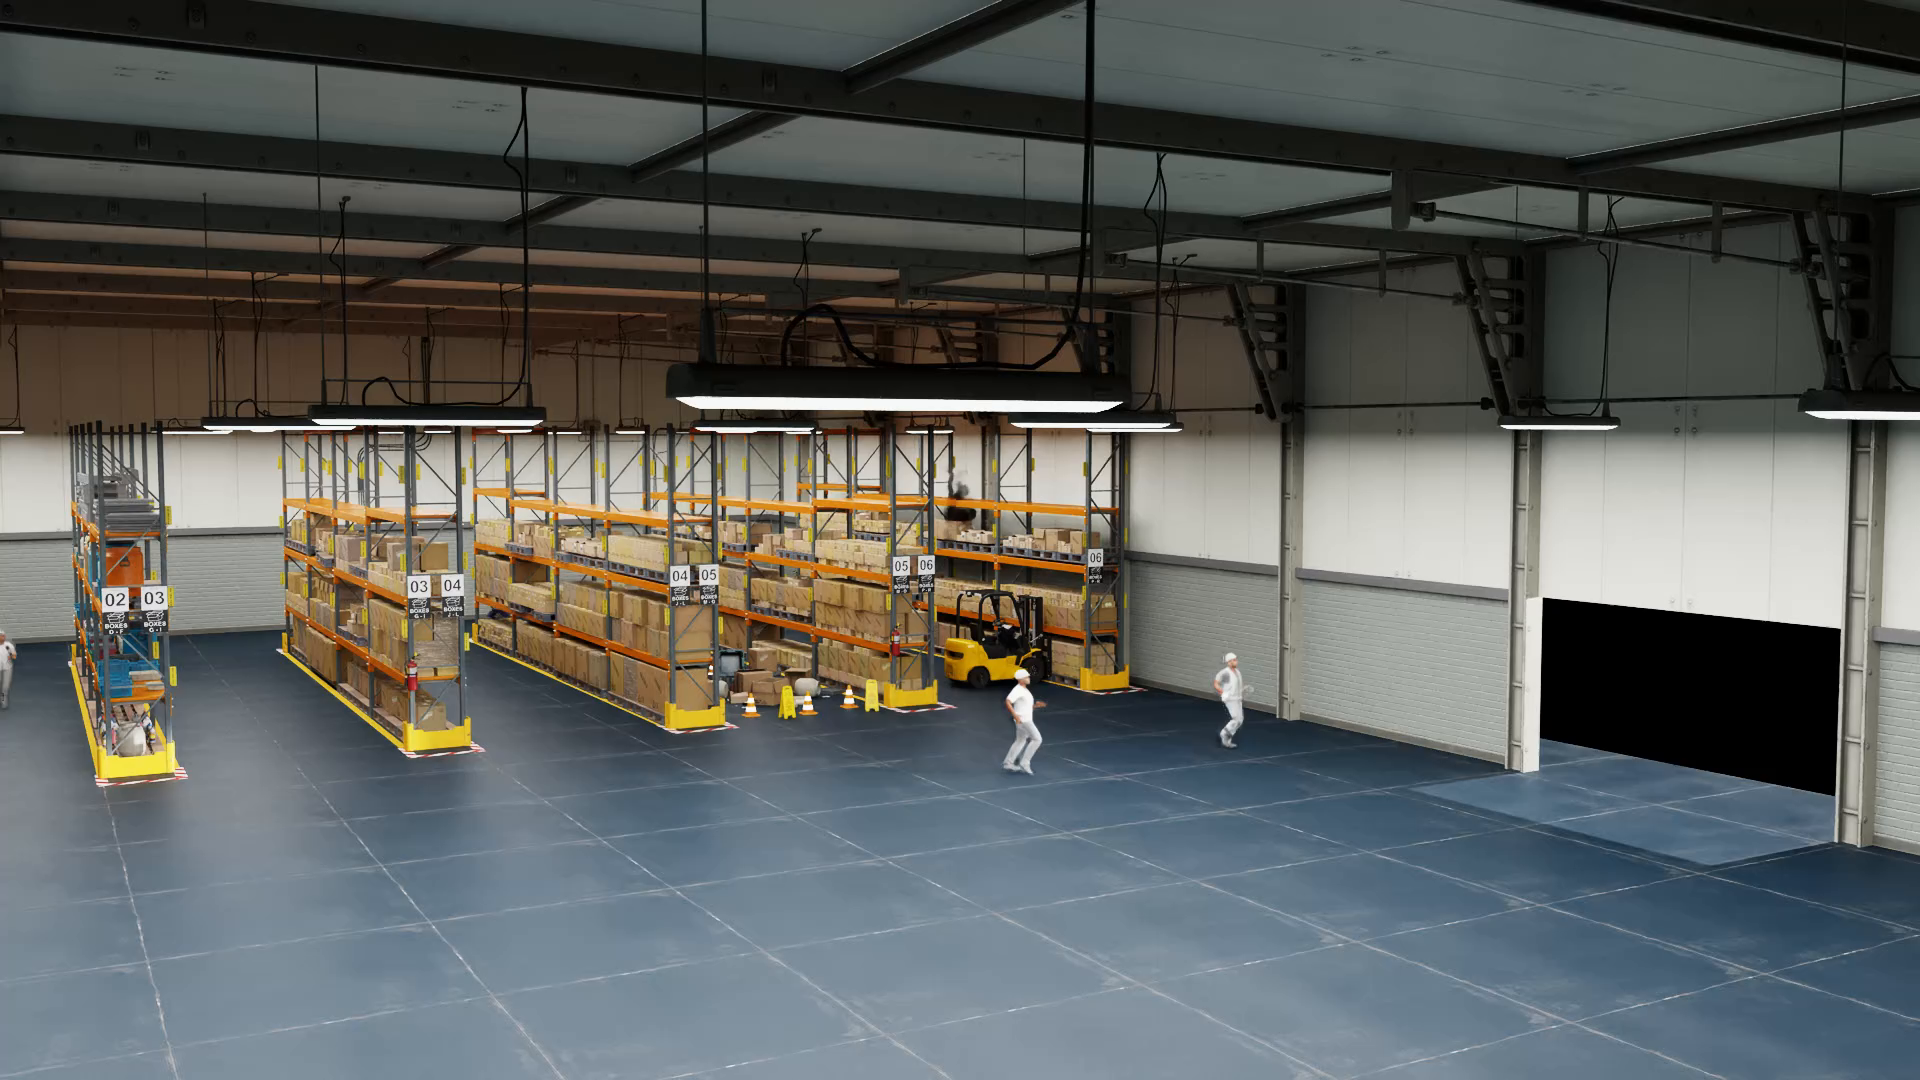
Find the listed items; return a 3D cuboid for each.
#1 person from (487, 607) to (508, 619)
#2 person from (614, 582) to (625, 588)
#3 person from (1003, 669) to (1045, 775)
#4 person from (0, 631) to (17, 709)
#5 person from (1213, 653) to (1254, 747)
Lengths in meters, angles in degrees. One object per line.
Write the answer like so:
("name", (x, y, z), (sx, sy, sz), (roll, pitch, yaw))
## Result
("person", (-13.320, 1.944, 48.167), (1.040, 1.684, 0.572), (-2, 4, -32))
("person", (-10.282, 1.805, 50.151), (0.796, 1.672, 0.602), (-1, 4, -20))
("person", (1.094, 3.097, 28.275), (0.725, 1.796, 0.671), (0, 4, 2))
("person", (-20.147, 2.745, 34.966), (0.587, 1.666, 0.610), (-2, 4, -35))
("person", (5.051, 2.950, 30.504), (0.584, 1.742, 0.643), (3, 5, 39))
